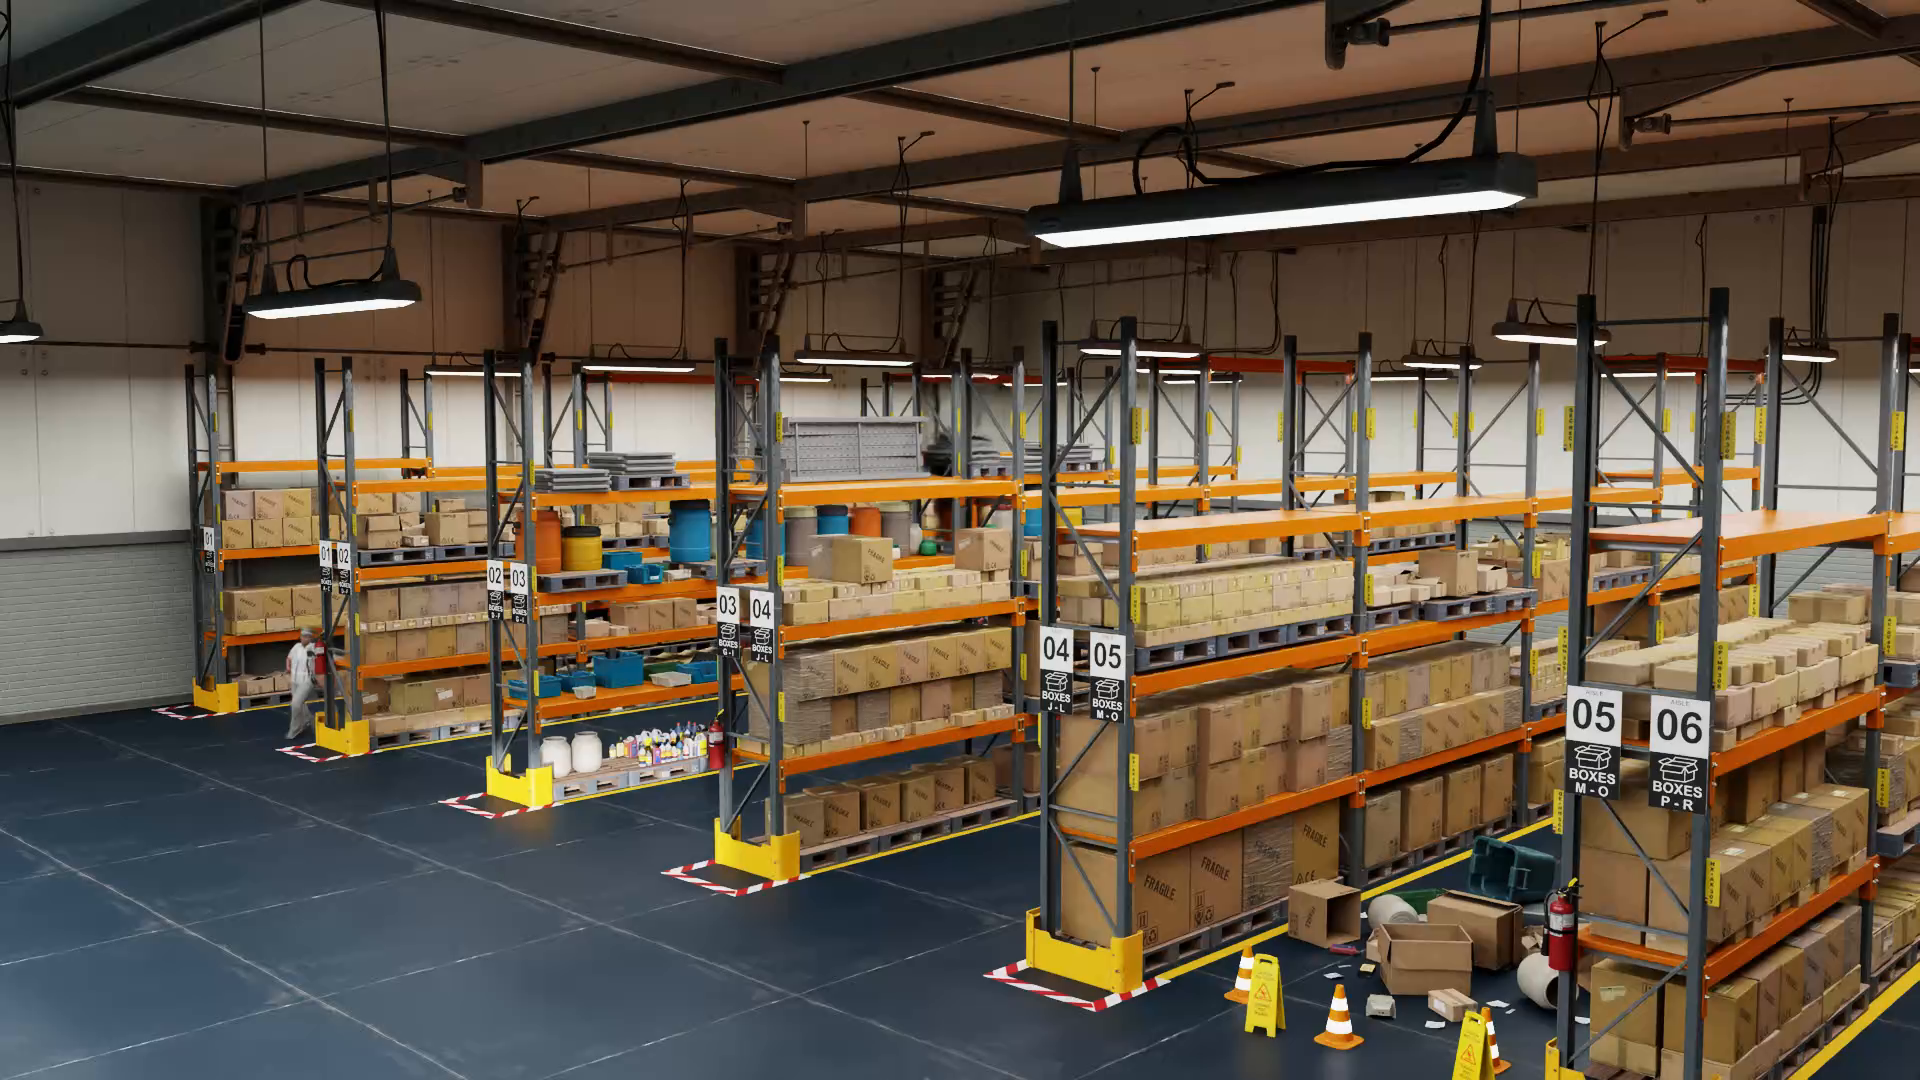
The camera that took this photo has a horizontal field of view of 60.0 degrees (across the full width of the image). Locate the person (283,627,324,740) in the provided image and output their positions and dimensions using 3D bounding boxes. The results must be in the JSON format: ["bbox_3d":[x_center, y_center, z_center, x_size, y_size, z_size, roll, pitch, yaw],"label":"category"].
[{"bbox_3d":[-10.454,2.275,26.541,0.737,1.815,0.767,2,5,21],"label":"person"}]
